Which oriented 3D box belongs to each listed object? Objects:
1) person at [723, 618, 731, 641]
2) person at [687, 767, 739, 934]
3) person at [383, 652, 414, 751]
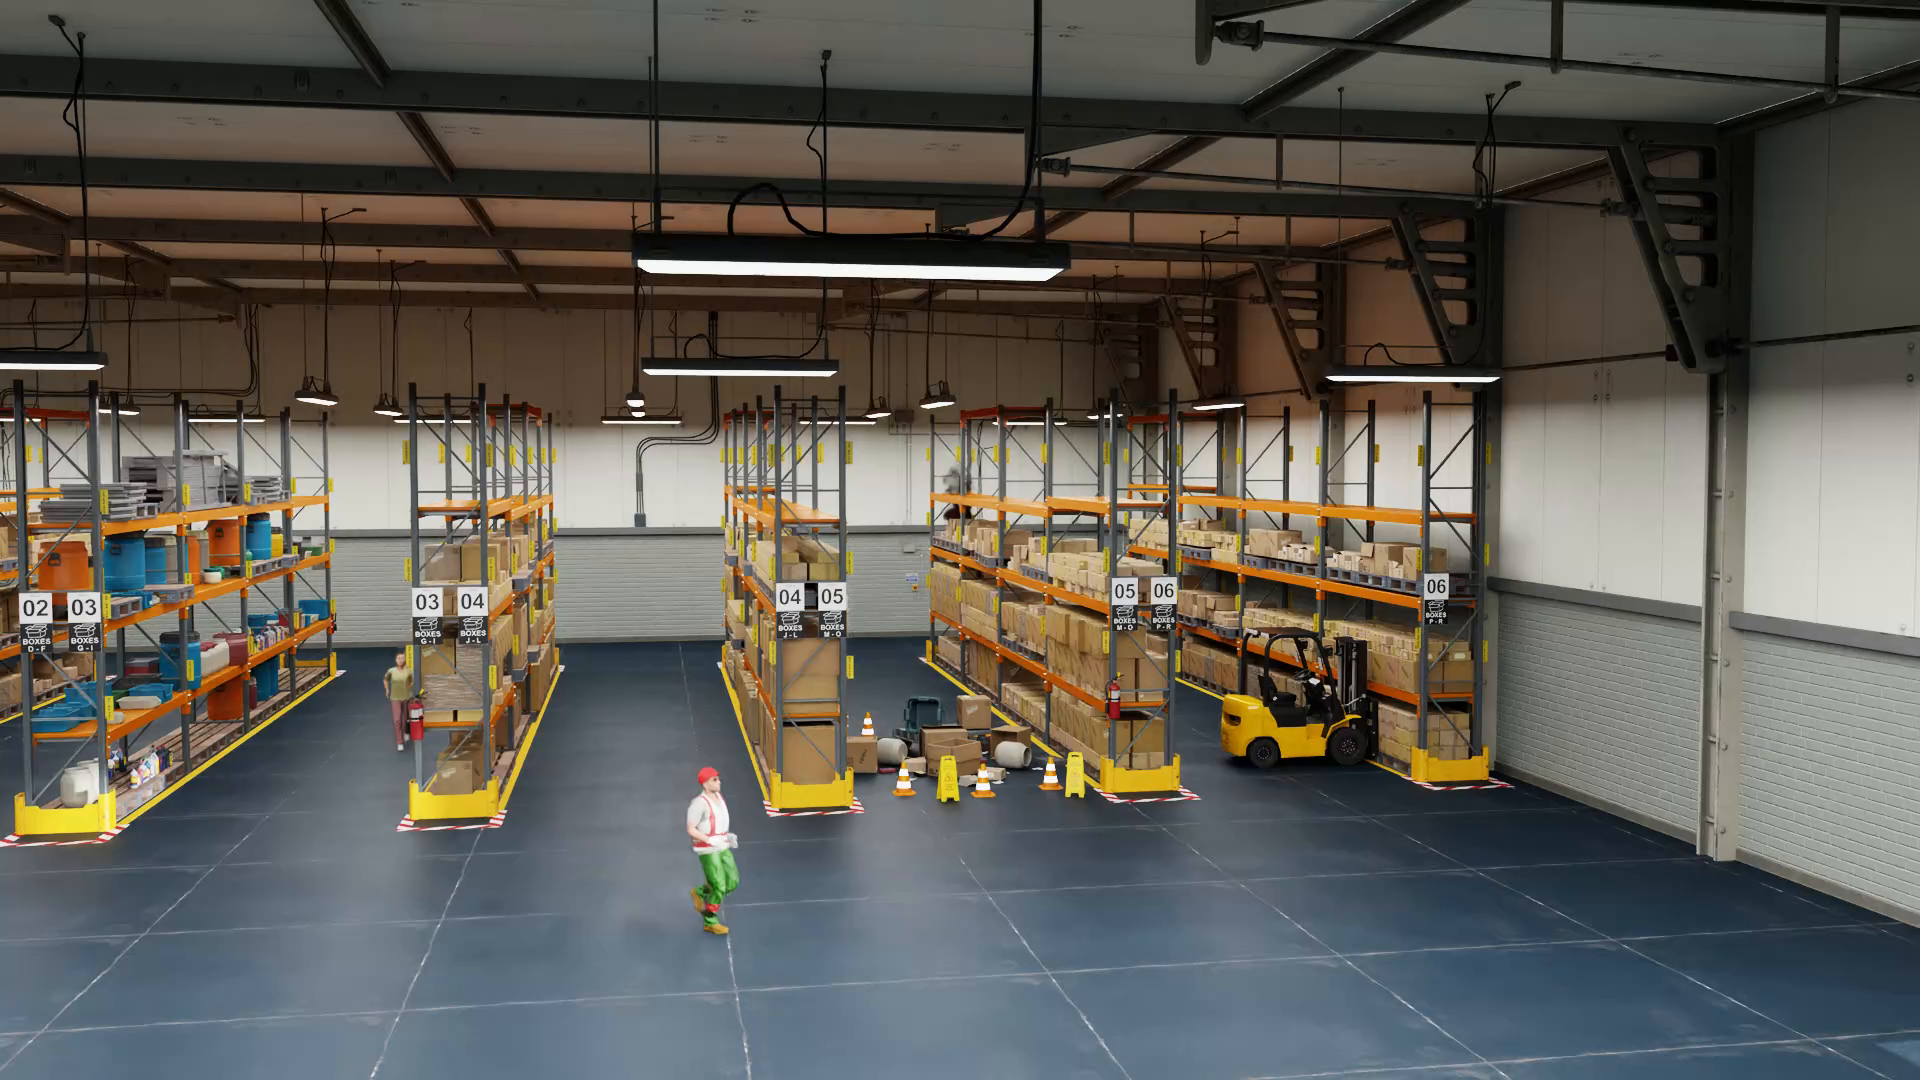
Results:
[{"bbox_3d":[-5.426,2.077,40.664,0.664,1.748,0.733,-2,3,-31],"label":"person"},{"bbox_3d":[-2.623,3.251,17.470,0.601,1.742,0.657,1,3,23],"label":"person"},{"bbox_3d":[-9.539,2.731,28.389,0.588,1.643,0.896,-1,3,-18],"label":"person"}]
